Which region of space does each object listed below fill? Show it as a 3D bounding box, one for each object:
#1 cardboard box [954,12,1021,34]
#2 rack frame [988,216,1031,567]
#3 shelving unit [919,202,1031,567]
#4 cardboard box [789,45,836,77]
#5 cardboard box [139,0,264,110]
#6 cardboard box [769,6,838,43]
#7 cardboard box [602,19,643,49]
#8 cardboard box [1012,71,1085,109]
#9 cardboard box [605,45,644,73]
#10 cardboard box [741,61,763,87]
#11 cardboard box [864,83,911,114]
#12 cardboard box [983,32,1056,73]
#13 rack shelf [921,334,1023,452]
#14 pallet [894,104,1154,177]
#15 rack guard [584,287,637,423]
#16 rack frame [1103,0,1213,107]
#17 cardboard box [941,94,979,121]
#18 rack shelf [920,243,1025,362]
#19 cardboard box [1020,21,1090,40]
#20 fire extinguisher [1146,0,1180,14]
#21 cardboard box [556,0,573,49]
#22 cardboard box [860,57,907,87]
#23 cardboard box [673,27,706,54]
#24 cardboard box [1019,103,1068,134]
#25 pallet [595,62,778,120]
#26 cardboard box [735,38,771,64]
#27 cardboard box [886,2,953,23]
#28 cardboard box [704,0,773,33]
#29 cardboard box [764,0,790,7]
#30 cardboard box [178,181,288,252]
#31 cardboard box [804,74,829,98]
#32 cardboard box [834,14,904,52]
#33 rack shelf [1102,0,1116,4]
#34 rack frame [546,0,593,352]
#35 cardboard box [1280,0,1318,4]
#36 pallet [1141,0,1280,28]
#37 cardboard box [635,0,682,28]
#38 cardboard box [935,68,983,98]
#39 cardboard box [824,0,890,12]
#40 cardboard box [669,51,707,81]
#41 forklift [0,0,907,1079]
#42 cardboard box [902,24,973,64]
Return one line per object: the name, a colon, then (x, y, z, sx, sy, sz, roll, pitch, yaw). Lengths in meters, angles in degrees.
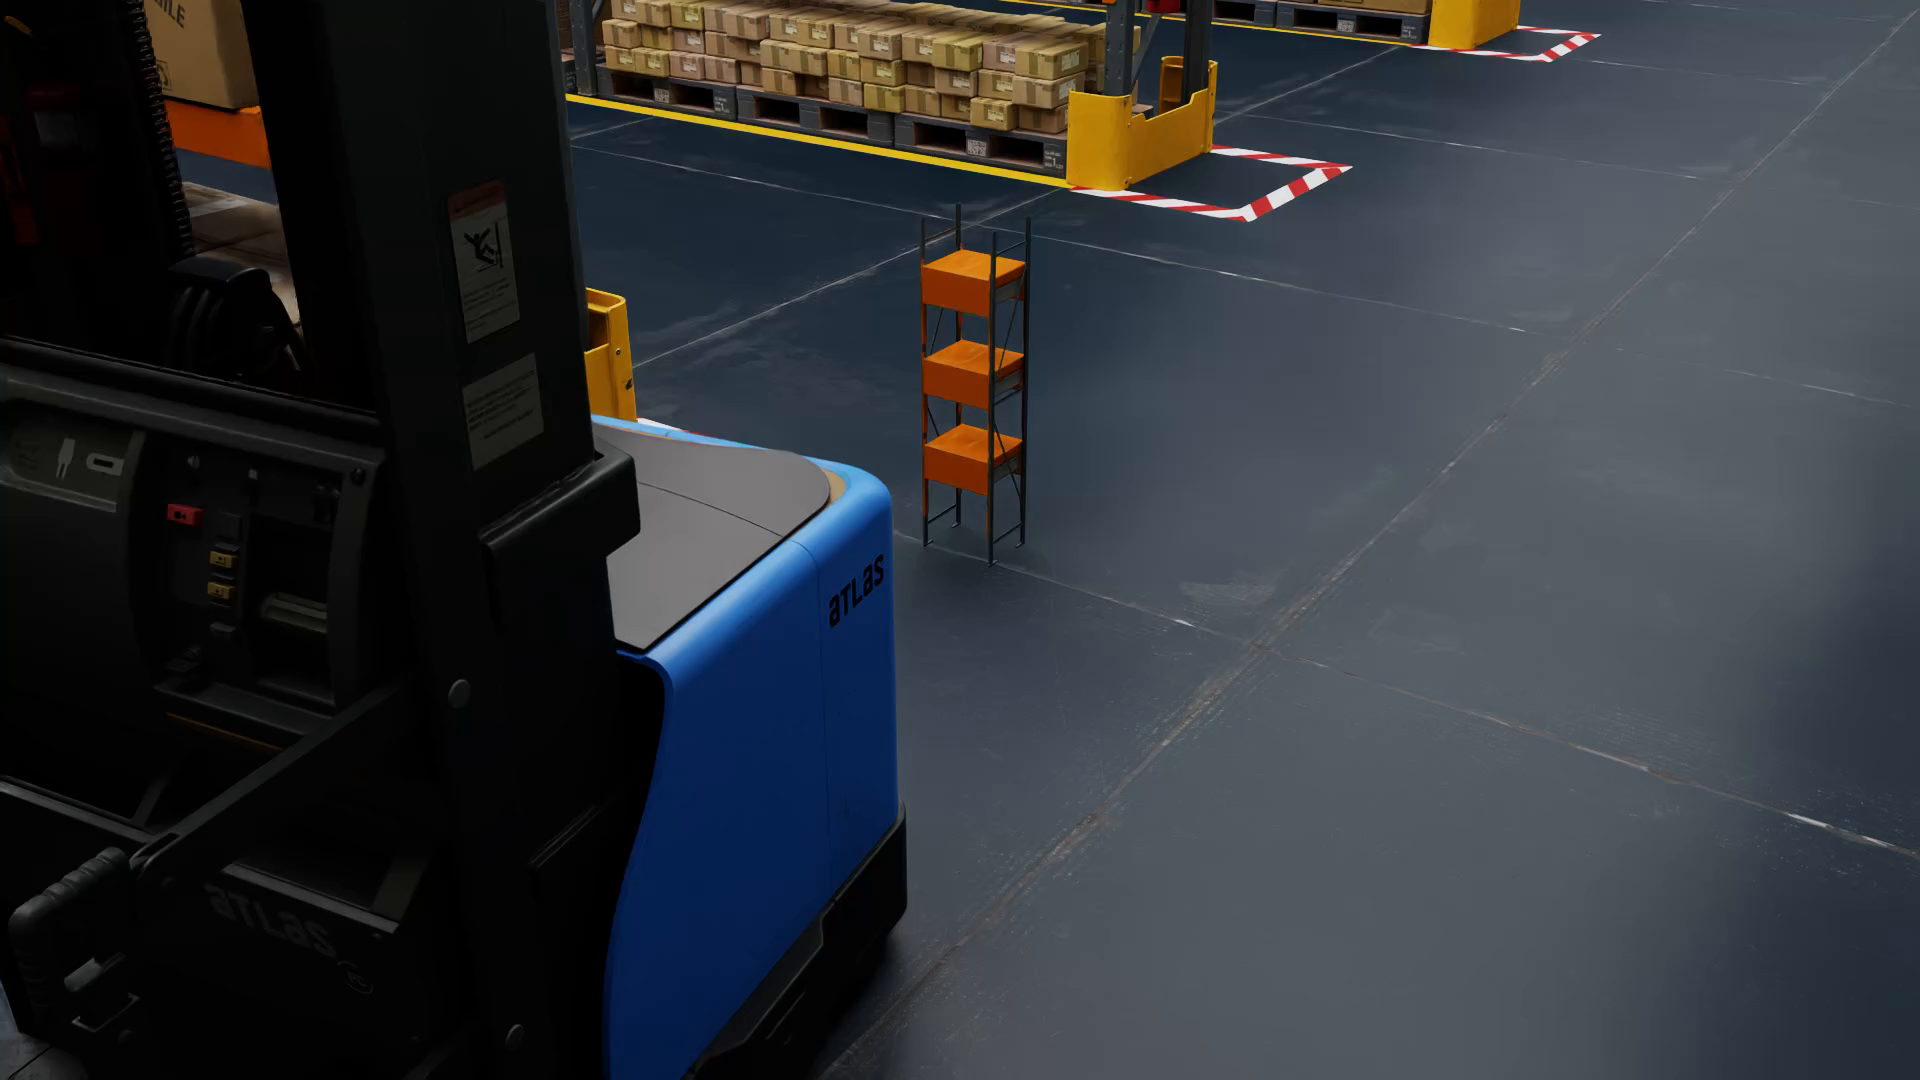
cardboard box: (0.168, -3.051, 9.963, 0.250, 0.149, 0.380, 16, 31, 28)
rack frame: (0.145, -0.423, 4.923, 0.008, 1.050, 0.200, 17, 32, 30)
shelving unit: (0.044, -0.454, 4.985, 0.252, 1.050, 0.215, 17, 32, 30)
cardboard box: (-0.814, -2.909, 10.011, 0.250, 0.149, 0.380, 18, 32, 31)
cardboard box: (-2.178, -1.630, 5.035, 0.500, 0.500, 0.500, 18, 32, 31)
cardboard box: (-0.949, -3.147, 10.151, 0.250, 0.149, 0.380, 16, 31, 28)
cardboard box: (-2.090, -3.300, 10.780, 0.250, 0.149, 0.380, 19, 33, 33)
cardboard box: (0.493, -2.515, 9.237, 0.250, 0.149, 0.380, 16, 31, 29)
cardboard box: (-2.090, -3.167, 10.846, 0.250, 0.149, 0.380, 16, 31, 28)
cardboard box: (-1.157, -2.952, 10.423, 0.250, 0.149, 0.380, 16, 31, 28)
cardboard box: (-0.358, -2.639, 9.810, 0.250, 0.149, 0.380, 16, 31, 28)
cardboard box: (0.335, -2.746, 9.363, 0.250, 0.149, 0.380, 18, 32, 31)
rack shelf: (0.044, -0.445, 4.990, 0.240, 0.259, 0.215, 17, 32, 30)
pallet: (0.377, -2.435, 9.803, 1.213, 0.211, 1.003, 17, 32, 30)
rack guard: (-1.610, -0.440, 5.564, 0.348, 0.500, 1.175, 17, 32, 30)
rack frame: (1.089, -3.437, 8.696, 0.127, 3.000, 1.000, 17, 32, 30)
cardboard box: (0.099, -2.539, 9.612, 0.250, 0.149, 0.380, 17, 32, 30)
rack shelf: (0.044, -0.698, 4.861, 0.240, 0.259, 0.215, 17, 32, 30)
cardboard box: (0.554, -2.906, 9.677, 0.250, 0.149, 0.380, 18, 32, 31)
fire extinguisher: (1.036, -2.999, 8.332, 0.183, 0.674, 0.296, 17, 32, 30)
cardboard box: (-2.961, -3.633, 11.375, 0.500, 0.500, 0.500, 17, 31, 29)
cardboard box: (-0.371, -2.776, 9.749, 0.250, 0.149, 0.380, 18, 32, 31)
cardboard box: (-1.610, -3.220, 10.622, 0.250, 0.149, 0.380, 17, 32, 30)
cardboard box: (0.537, -2.411, 9.360, 0.250, 0.149, 0.380, 18, 32, 31)
pallet: (-1.634, -3.062, 11.034, 1.213, 0.211, 1.003, 17, 32, 30)
cardboard box: (-1.175, -3.070, 10.328, 0.250, 0.149, 0.380, 19, 33, 33)
cardboard box: (-0.246, -3.211, 10.276, 0.250, 0.149, 0.380, 18, 32, 31)
cardboard box: (-1.384, -3.282, 10.416, 0.250, 0.149, 0.380, 16, 31, 29)
cardboard box: (-1.155, -3.444, 10.734, 0.250, 0.149, 0.380, 18, 32, 32)
cardboard box: (-2.990, -0.970, 6.210, 0.875, 0.438, 0.875, 18, 32, 32)
cardboard box: (-0.737, -2.810, 10.145, 0.250, 0.149, 0.380, 18, 32, 32)
cardboard box: (-0.536, -3.012, 9.886, 0.250, 0.149, 0.380, 16, 31, 29)
rack shelf: (-0.559, -3.630, 9.869, 4.000, 0.370, 1.077, 17, 32, 30)
rack frame: (-1.630, -1.560, 5.009, 0.127, 3.000, 1.000, 17, 32, 30)
cardboard box: (2.658, -4.874, 13.399, 0.875, 0.875, 0.875, 17, 32, 30)
pallet: (2.276, -4.512, 13.884, 1.213, 0.211, 1.003, 17, 32, 30)
cardboard box: (-1.848, -3.387, 10.622, 0.250, 0.149, 0.380, 19, 33, 33)
cardboard box: (0.063, -2.648, 9.498, 0.250, 0.149, 0.380, 16, 31, 28)
cardboard box: (-0.651, -3.344, 10.539, 0.250, 0.149, 0.380, 16, 31, 29)
cardboard box: (-1.636, -3.054, 10.625, 0.250, 0.149, 0.380, 17, 32, 30)
forklift: (-1.196, 0.032, 1.955, 1.130, 2.935, 3.031, 12, 29, 22)
cardboard box: (-0.128, -2.855, 9.577, 0.250, 0.149, 0.380, 16, 31, 28)
